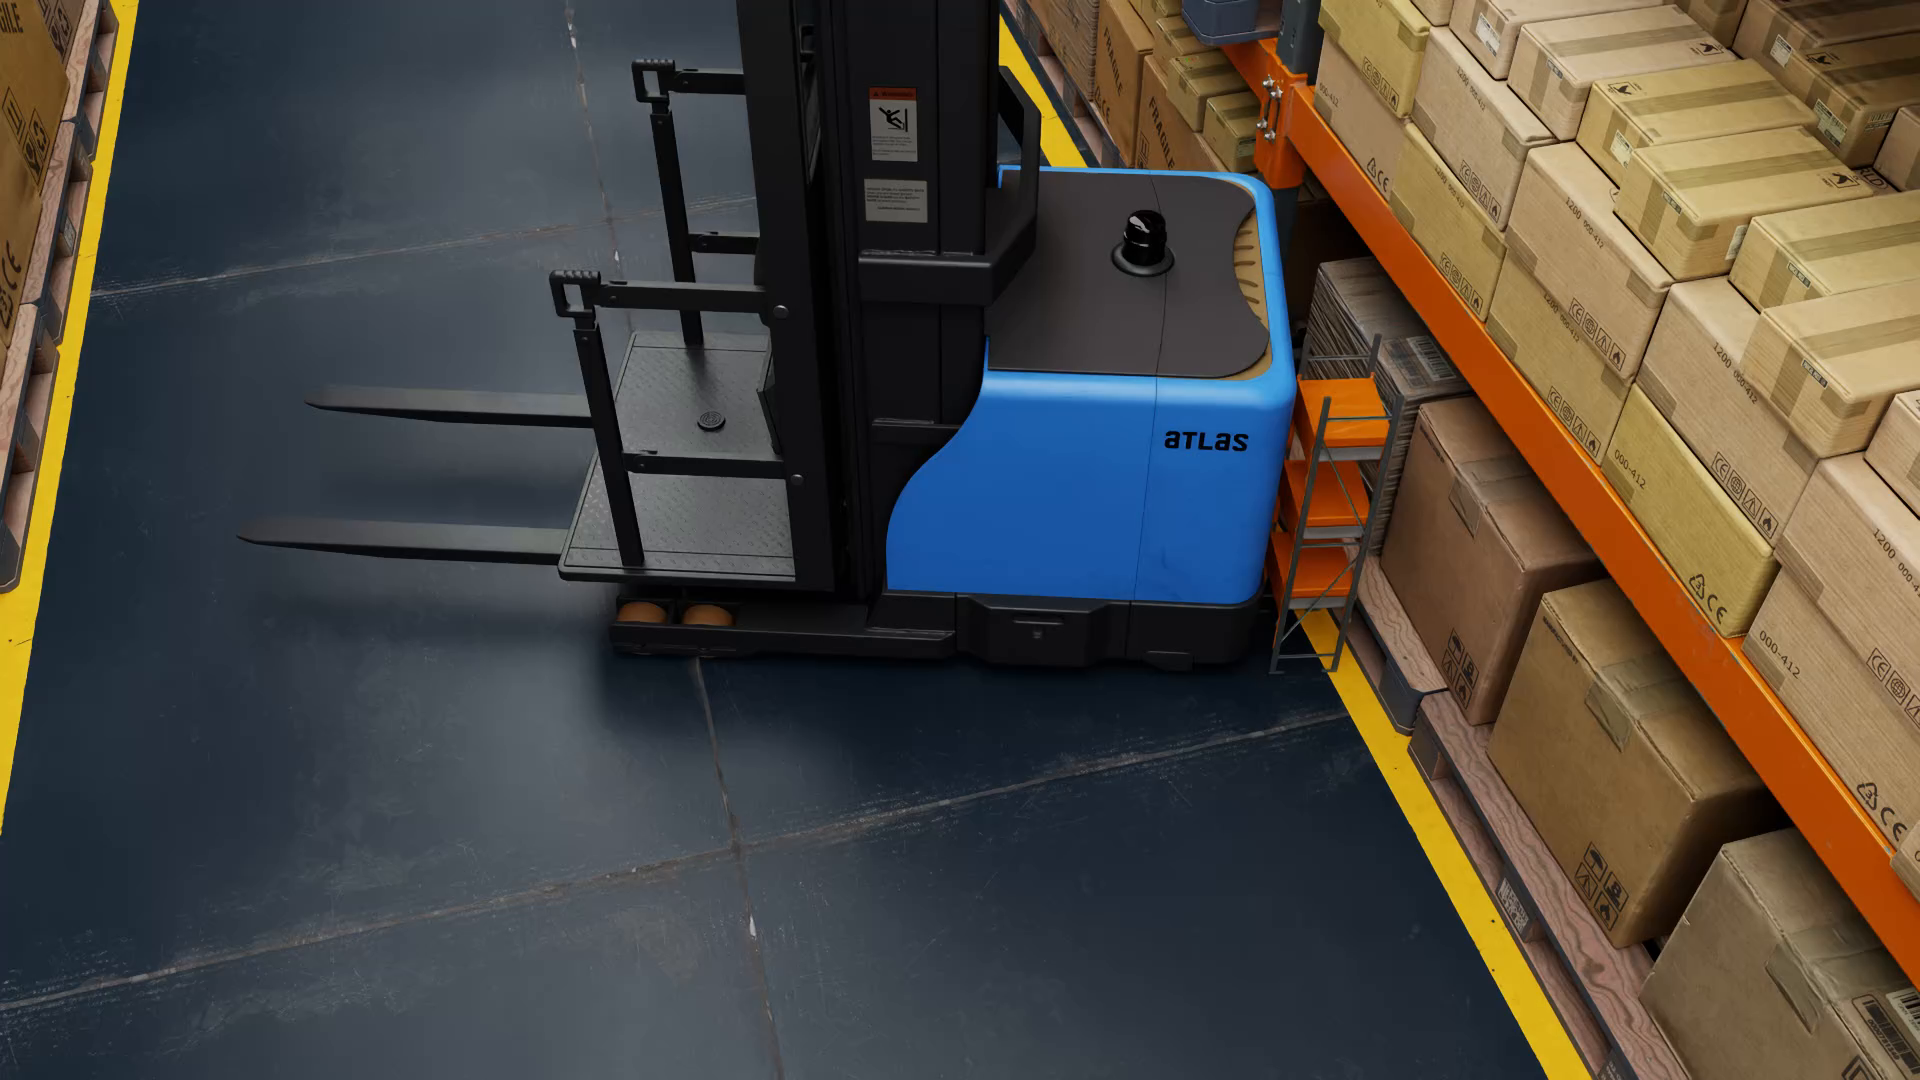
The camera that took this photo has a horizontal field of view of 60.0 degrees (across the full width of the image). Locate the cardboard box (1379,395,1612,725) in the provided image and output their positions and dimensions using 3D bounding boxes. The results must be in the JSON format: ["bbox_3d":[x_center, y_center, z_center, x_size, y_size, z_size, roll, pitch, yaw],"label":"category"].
[{"bbox_3d":[1.722,-0.002,4.520,0.875,0.625,0.625,-9,46,-9],"label":"cardboard box"}]

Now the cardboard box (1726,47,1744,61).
[{"bbox_3d":[1.917,-1.079,3.963,0.500,0.250,0.500,-10,46,-10],"label":"cardboard box"}]

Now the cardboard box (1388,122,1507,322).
[{"bbox_3d":[1.402,-0.817,4.056,0.500,0.250,0.500,-12,47,-11],"label":"cardboard box"}]

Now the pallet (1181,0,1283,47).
[{"bbox_3d":[1.160,-1.957,5.202,1.213,0.211,1.003,-11,47,-10],"label":"pallet"}]

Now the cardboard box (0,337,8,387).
[{"bbox_3d":[-3.493,-0.554,4.887,0.875,0.875,0.875,-11,47,-11],"label":"cardboard box"}]

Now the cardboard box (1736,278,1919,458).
[{"bbox_3d":[1.624,-0.310,2.930,0.380,0.149,0.250,-12,47,-11],"label":"cardboard box"}]

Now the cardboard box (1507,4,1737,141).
[{"bbox_3d":[1.437,-1.022,3.627,0.380,0.149,0.250,-10,46,-10],"label":"cardboard box"}]

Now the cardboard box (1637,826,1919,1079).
[{"bbox_3d":[2.089,0.981,3.557,0.875,0.625,0.625,-11,47,-11],"label":"cardboard box"}]

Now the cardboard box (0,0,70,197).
[{"bbox_3d":[-3.945,-1.788,6.096,0.875,0.875,0.875,-9,46,-9],"label":"cardboard box"}]

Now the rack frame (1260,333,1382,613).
[{"bbox_3d":[0.990,-0.157,4.666,0.200,1.050,0.008,-2,45,-2],"label":"rack frame"}]

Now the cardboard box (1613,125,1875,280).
[{"bbox_3d":[1.539,-0.668,3.280,0.380,0.149,0.250,-10,46,-9],"label":"cardboard box"}]

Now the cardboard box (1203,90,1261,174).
[{"bbox_3d":[1.030,-1.363,5.487,0.380,0.149,0.250,-13,47,-12],"label":"cardboard box"}]

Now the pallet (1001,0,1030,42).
[{"bbox_3d":[0.622,-2.800,7.846,1.003,0.211,1.213,-11,47,-10],"label":"pallet"}]

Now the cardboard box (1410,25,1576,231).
[{"bbox_3d":[1.406,-0.995,3.879,0.500,0.250,0.500,-9,46,-9],"label":"cardboard box"}]

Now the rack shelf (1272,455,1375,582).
[{"bbox_3d":[0.997,-0.063,4.587,0.215,0.259,0.240,-2,45,-2],"label":"rack shelf"}]

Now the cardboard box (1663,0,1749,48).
[{"bbox_3d":[1.862,-1.293,3.893,0.380,0.149,0.250,-11,47,-10],"label":"cardboard box"}]

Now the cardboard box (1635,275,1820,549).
[{"bbox_3d":[1.677,-0.282,3.181,0.500,0.250,0.500,-10,46,-10],"label":"cardboard box"}]

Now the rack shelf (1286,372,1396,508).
[{"bbox_3d":[0.997,-0.264,4.387,0.215,0.259,0.240,-2,45,-2],"label":"rack shelf"}]

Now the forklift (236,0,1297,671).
[{"bbox_3d":[-0.625,-1.053,4.230,3.031,2.935,1.130,2,46,2],"label":"forklift"}]

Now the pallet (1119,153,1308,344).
[{"bbox_3d":[1.246,-1.115,6.195,1.003,0.211,1.213,-11,47,-10],"label":"pallet"}]

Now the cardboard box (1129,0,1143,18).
[{"bbox_3d":[0.817,-2.098,6.208,0.380,0.149,0.250,-11,47,-11],"label":"cardboard box"}]

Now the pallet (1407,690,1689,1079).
[{"bbox_3d":[1.883,0.823,4.295,1.003,0.211,1.213,-11,47,-10],"label":"pallet"}]

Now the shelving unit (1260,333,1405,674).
[{"bbox_3d":[0.997,-0.071,4.580,0.215,1.050,0.252,-2,45,-2],"label":"shelving unit"}]

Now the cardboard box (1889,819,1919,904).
[{"bbox_3d":[1.909,0.599,2.668,0.500,0.250,0.500,-11,47,-11],"label":"cardboard box"}]

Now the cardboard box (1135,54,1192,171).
[{"bbox_3d":[0.967,-1.441,6.018,0.500,0.500,0.500,-11,47,-11],"label":"cardboard box"}]

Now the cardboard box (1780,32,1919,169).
[{"bbox_3d":[1.984,-0.942,3.549,0.380,0.149,0.250,-11,47,-11],"label":"cardboard box"}]

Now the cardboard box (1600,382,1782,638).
[{"bbox_3d":[1.672,-0.105,3.357,0.500,0.250,0.500,-9,46,-9],"label":"cardboard box"}]

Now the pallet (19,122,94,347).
[{"bbox_3d":[-3.834,-1.082,6.162,1.003,0.211,1.213,-11,47,-10],"label":"pallet"}]

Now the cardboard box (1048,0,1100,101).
[{"bbox_3d":[0.679,-2.157,6.720,0.500,0.500,0.500,-12,47,-12],"label":"cardboard box"}]

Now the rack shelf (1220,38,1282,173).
[{"bbox_3d":[0.889,-2.698,6.298,1.077,0.370,4.000,-11,47,-10],"label":"rack shelf"}]

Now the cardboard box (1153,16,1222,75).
[{"bbox_3d":[0.905,-1.735,5.852,0.380,0.149,0.250,-12,47,-12],"label":"cardboard box"}]

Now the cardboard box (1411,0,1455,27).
[{"bbox_3d":[1.268,-1.373,3.971,0.380,0.149,0.250,-10,46,-9],"label":"cardboard box"}]
